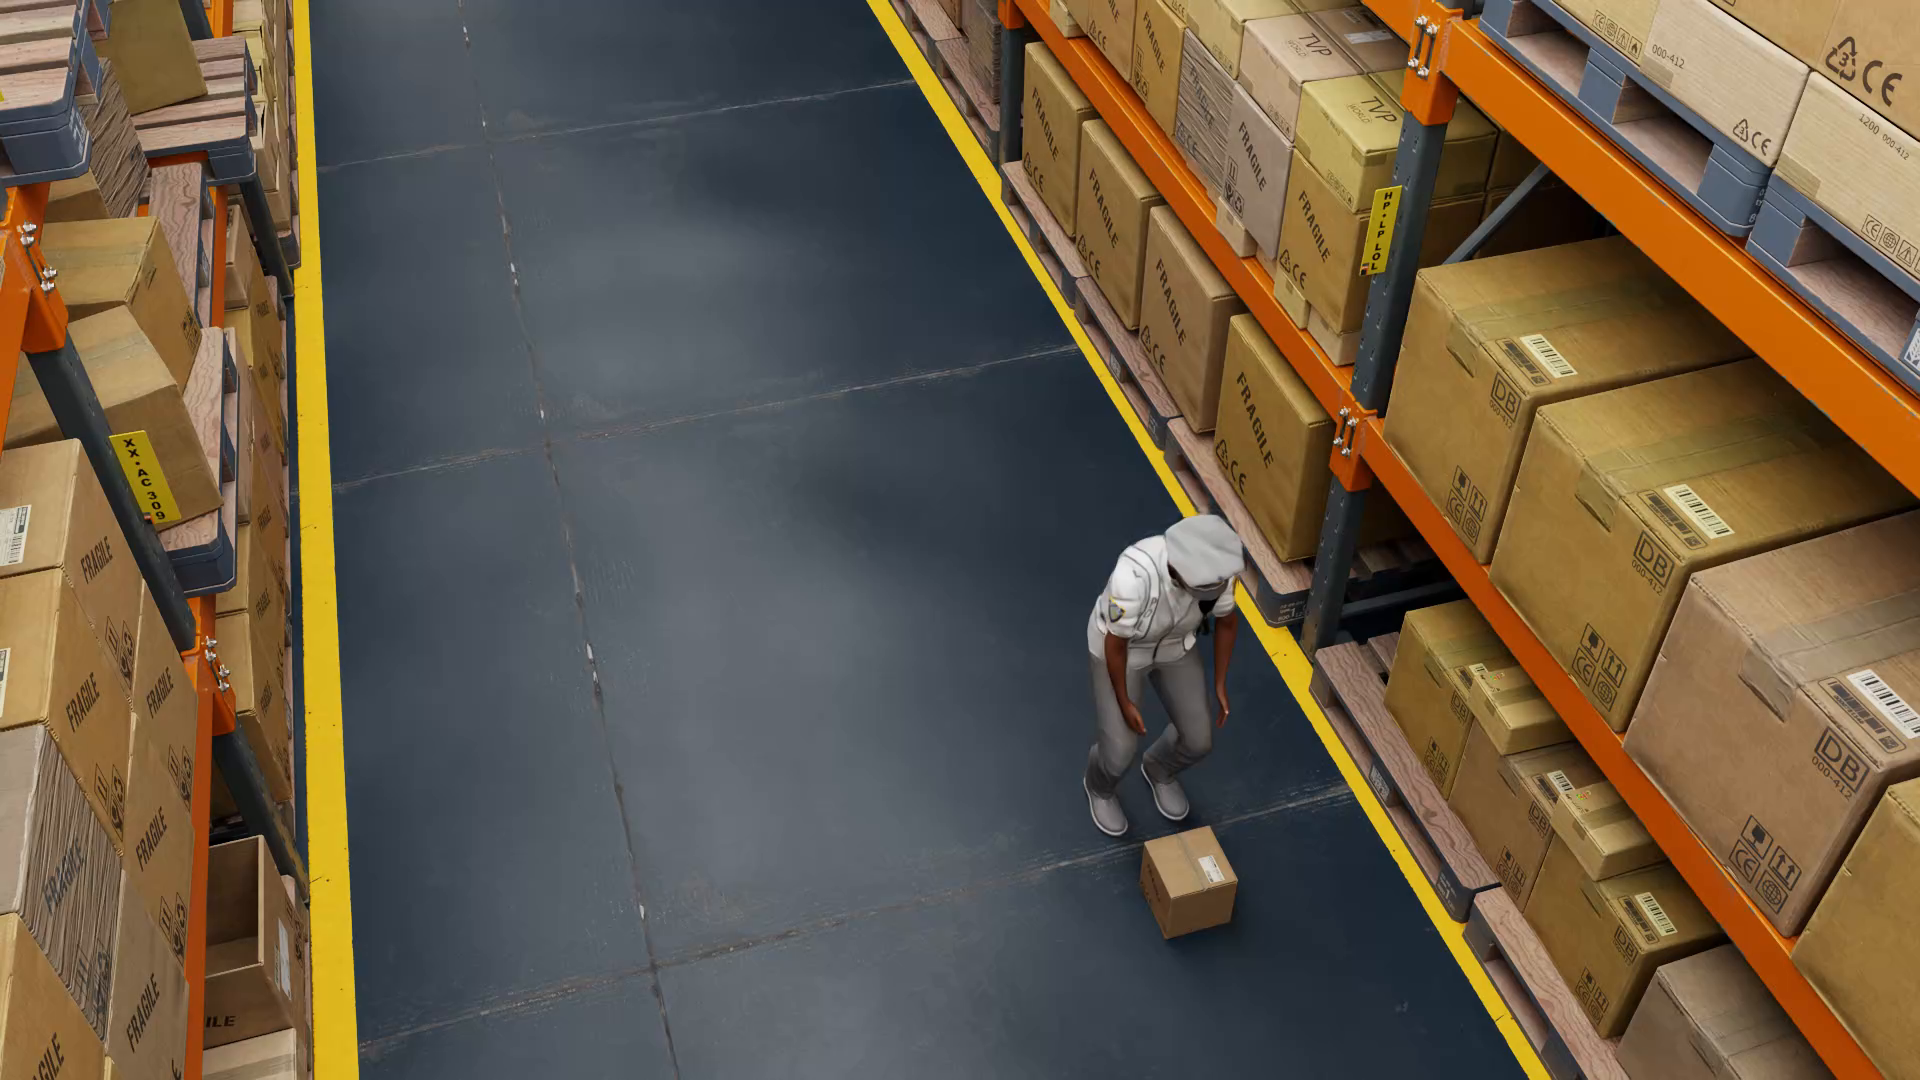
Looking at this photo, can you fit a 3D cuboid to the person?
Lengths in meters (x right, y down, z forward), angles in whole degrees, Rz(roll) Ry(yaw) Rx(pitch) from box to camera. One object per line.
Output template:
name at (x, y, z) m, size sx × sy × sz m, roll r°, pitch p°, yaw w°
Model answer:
person at (0.707, 0.447, 5.783) m, size 0.484 × 1.528 × 0.585 m, roll -11°, pitch 44°, yaw -12°
